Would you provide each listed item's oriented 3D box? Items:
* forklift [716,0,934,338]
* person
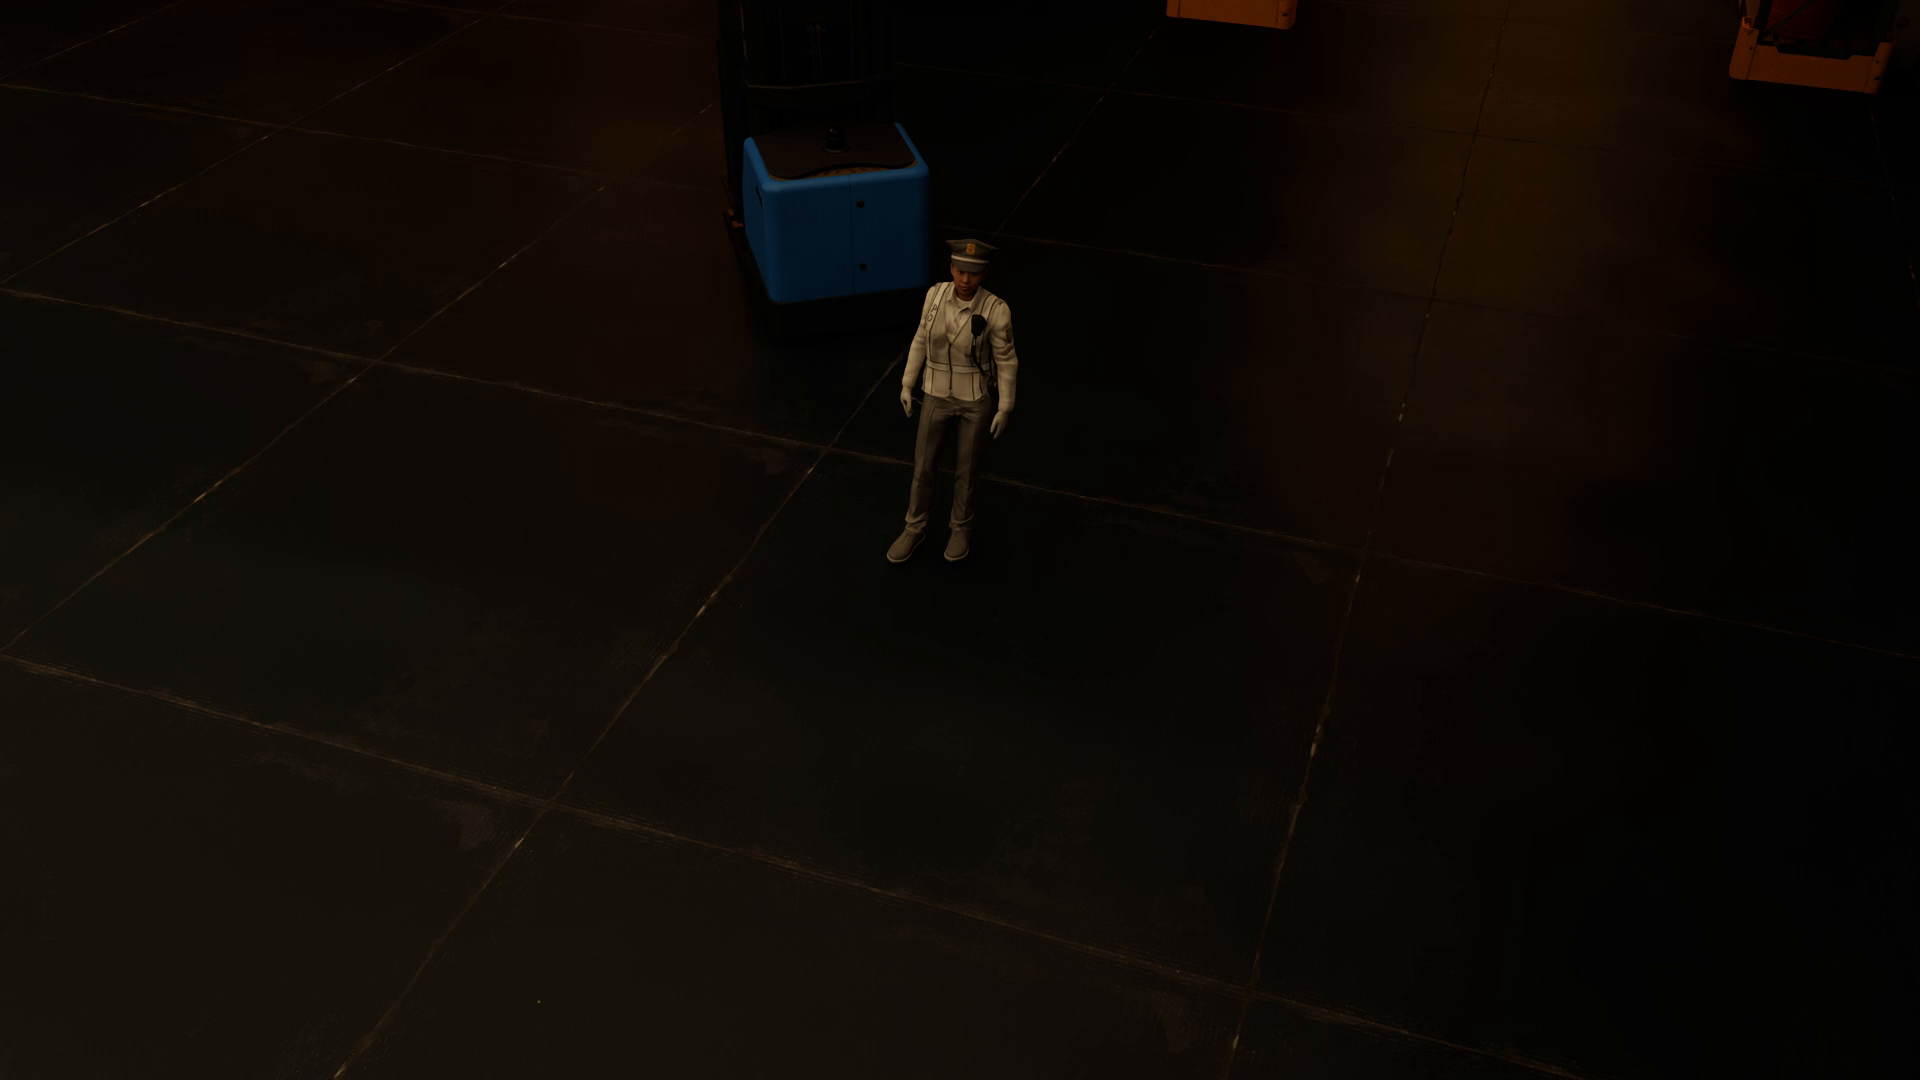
[{"bbox_3d":[-1.036,-3.292,10.755,1.130,2.935,3.031,-9,36,-12],"label":"forklift"},{"bbox_3d":[-0.029,-0.661,8.100,0.588,1.695,0.531,12,37,16],"label":"person"}]
